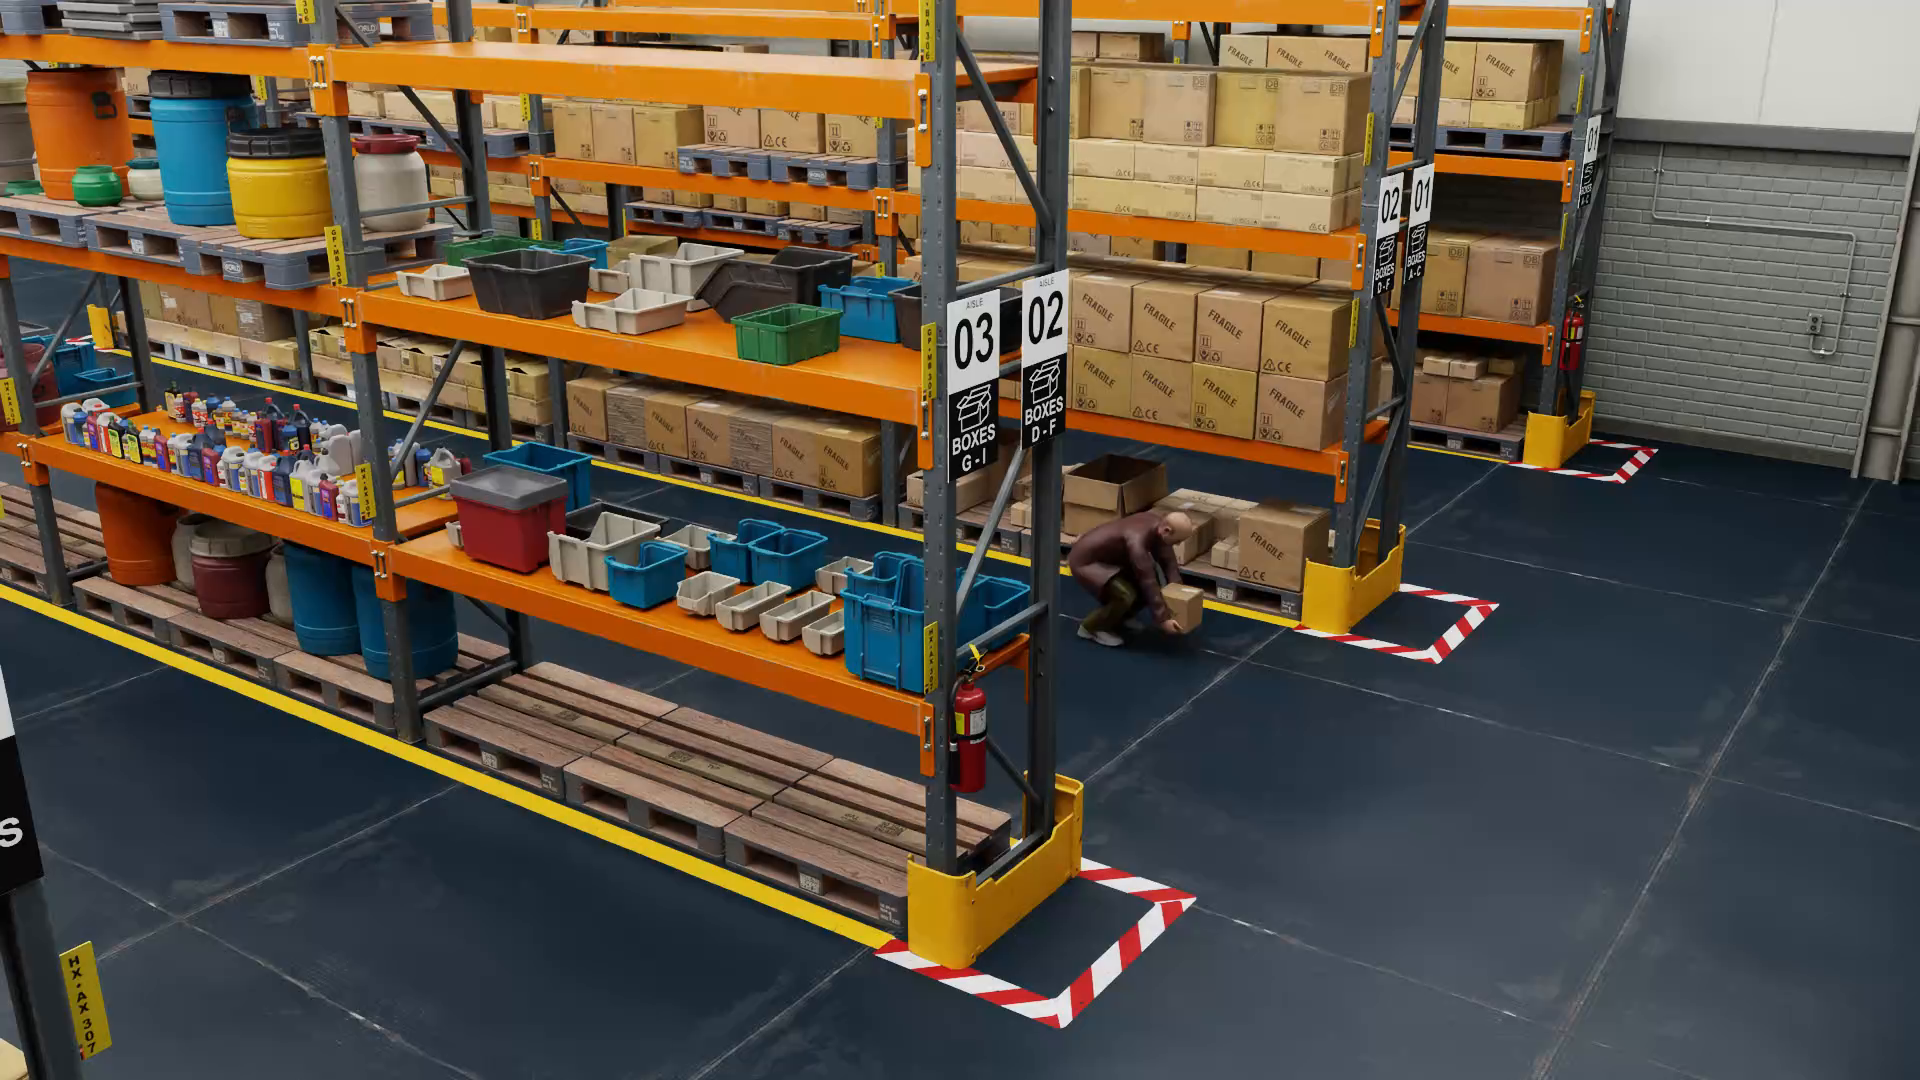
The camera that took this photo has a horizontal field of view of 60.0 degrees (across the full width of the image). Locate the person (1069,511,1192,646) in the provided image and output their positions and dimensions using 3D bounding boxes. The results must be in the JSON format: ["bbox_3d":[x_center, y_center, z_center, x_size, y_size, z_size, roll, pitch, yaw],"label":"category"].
[{"bbox_3d":[1.204,0.250,11.594,0.948,0.975,0.580,12,23,31],"label":"person"}]
